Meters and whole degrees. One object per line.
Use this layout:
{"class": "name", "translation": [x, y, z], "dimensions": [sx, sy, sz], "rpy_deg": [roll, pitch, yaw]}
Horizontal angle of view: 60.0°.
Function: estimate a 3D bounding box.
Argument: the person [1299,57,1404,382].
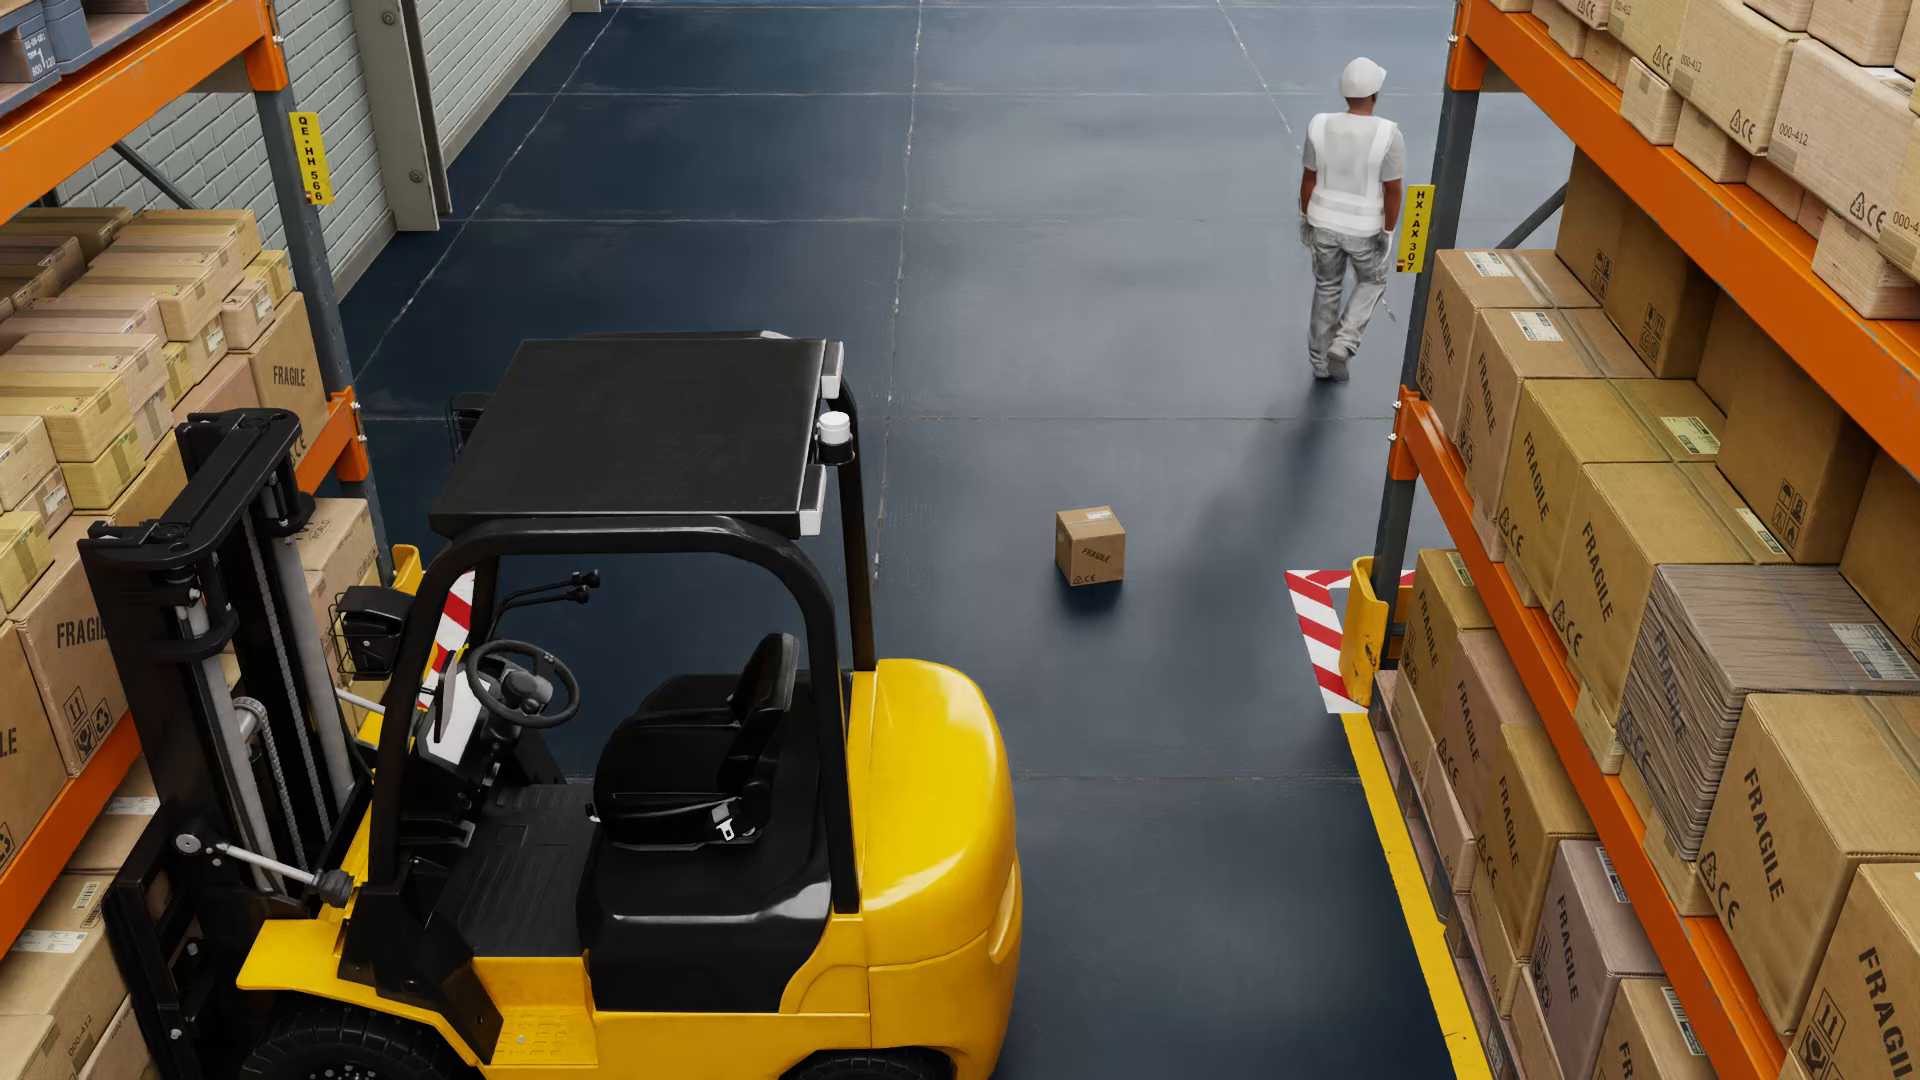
{"class": "person", "translation": [2.053, -1.666, 8.821], "dimensions": [0.551, 1.771, 0.543], "rpy_deg": [15, 34, 23]}
